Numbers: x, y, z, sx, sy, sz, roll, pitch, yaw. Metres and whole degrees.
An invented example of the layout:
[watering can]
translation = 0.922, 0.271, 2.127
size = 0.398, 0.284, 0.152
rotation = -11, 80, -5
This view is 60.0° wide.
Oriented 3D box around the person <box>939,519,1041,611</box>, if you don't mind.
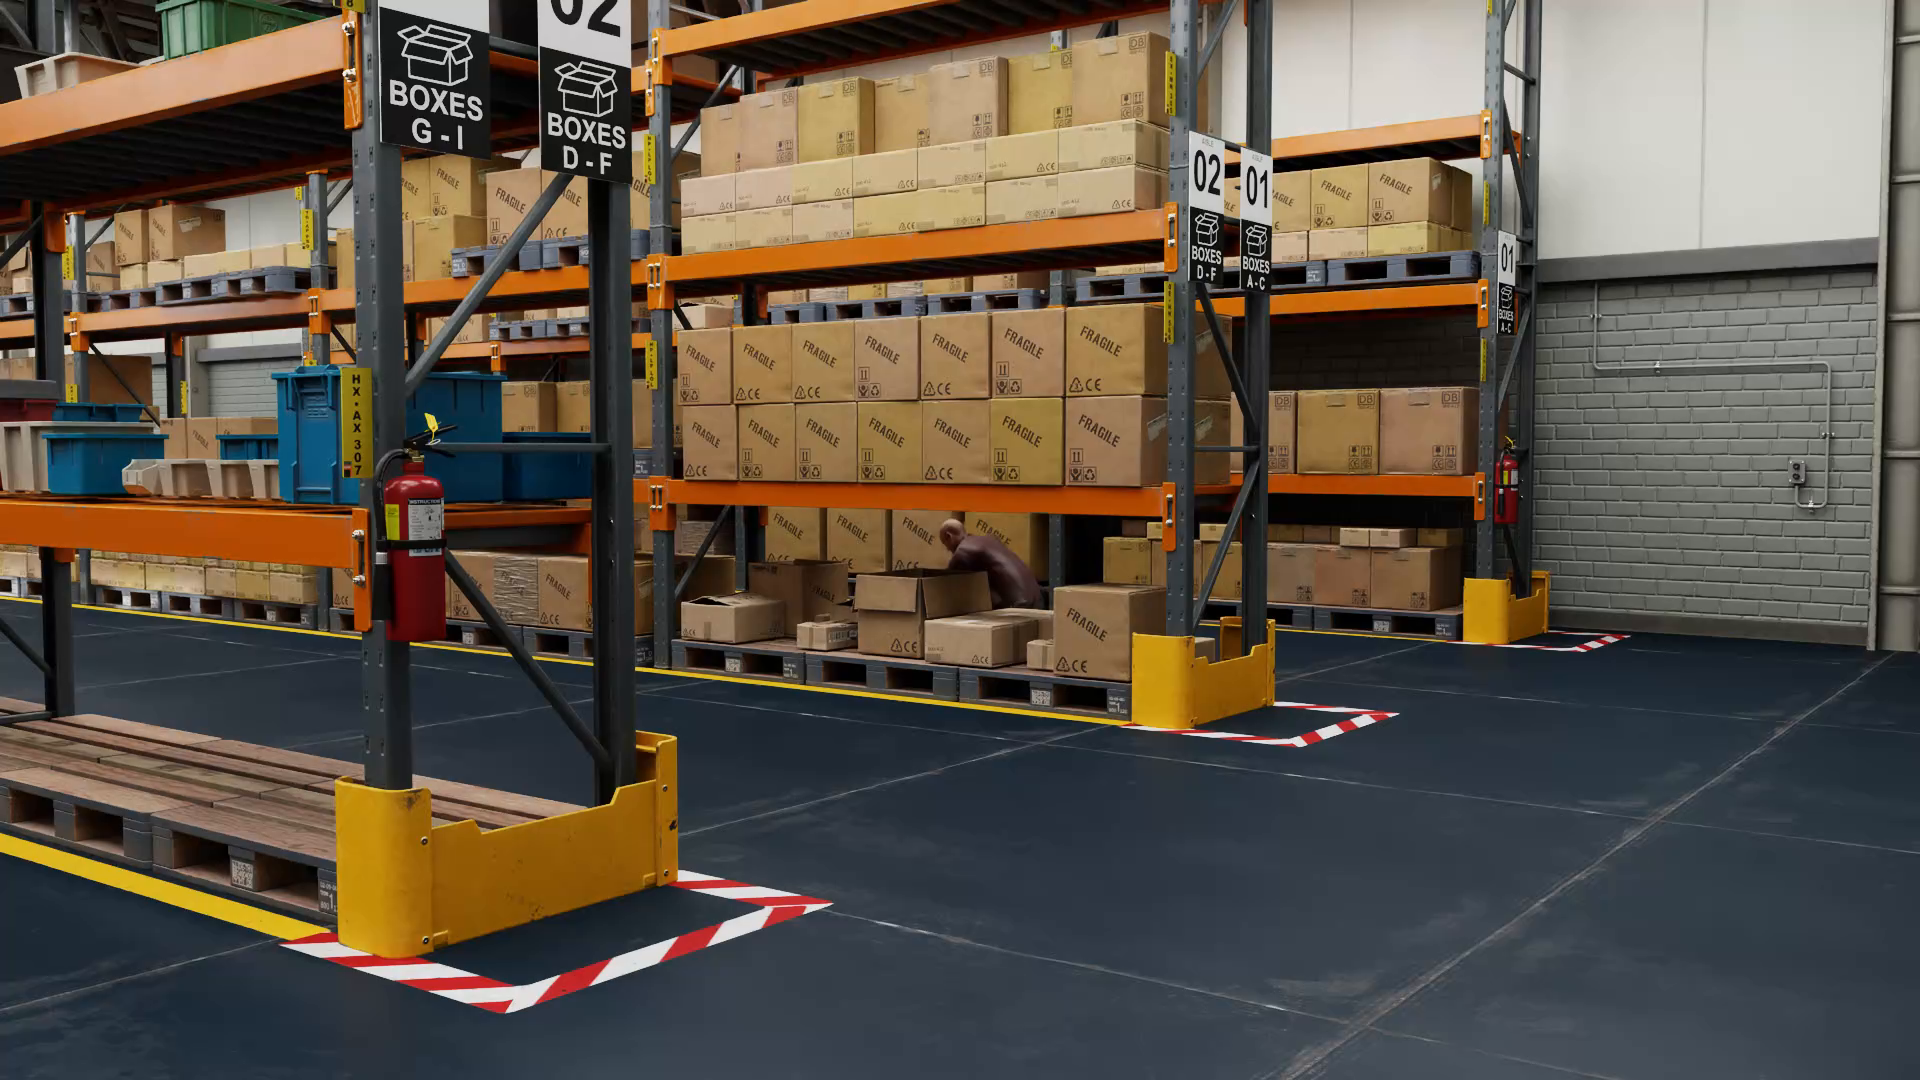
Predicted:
[person]
translation = 0.158, 0.348, 12.278
size = 0.928, 0.995, 0.585
rotation = 2, 4, 35
